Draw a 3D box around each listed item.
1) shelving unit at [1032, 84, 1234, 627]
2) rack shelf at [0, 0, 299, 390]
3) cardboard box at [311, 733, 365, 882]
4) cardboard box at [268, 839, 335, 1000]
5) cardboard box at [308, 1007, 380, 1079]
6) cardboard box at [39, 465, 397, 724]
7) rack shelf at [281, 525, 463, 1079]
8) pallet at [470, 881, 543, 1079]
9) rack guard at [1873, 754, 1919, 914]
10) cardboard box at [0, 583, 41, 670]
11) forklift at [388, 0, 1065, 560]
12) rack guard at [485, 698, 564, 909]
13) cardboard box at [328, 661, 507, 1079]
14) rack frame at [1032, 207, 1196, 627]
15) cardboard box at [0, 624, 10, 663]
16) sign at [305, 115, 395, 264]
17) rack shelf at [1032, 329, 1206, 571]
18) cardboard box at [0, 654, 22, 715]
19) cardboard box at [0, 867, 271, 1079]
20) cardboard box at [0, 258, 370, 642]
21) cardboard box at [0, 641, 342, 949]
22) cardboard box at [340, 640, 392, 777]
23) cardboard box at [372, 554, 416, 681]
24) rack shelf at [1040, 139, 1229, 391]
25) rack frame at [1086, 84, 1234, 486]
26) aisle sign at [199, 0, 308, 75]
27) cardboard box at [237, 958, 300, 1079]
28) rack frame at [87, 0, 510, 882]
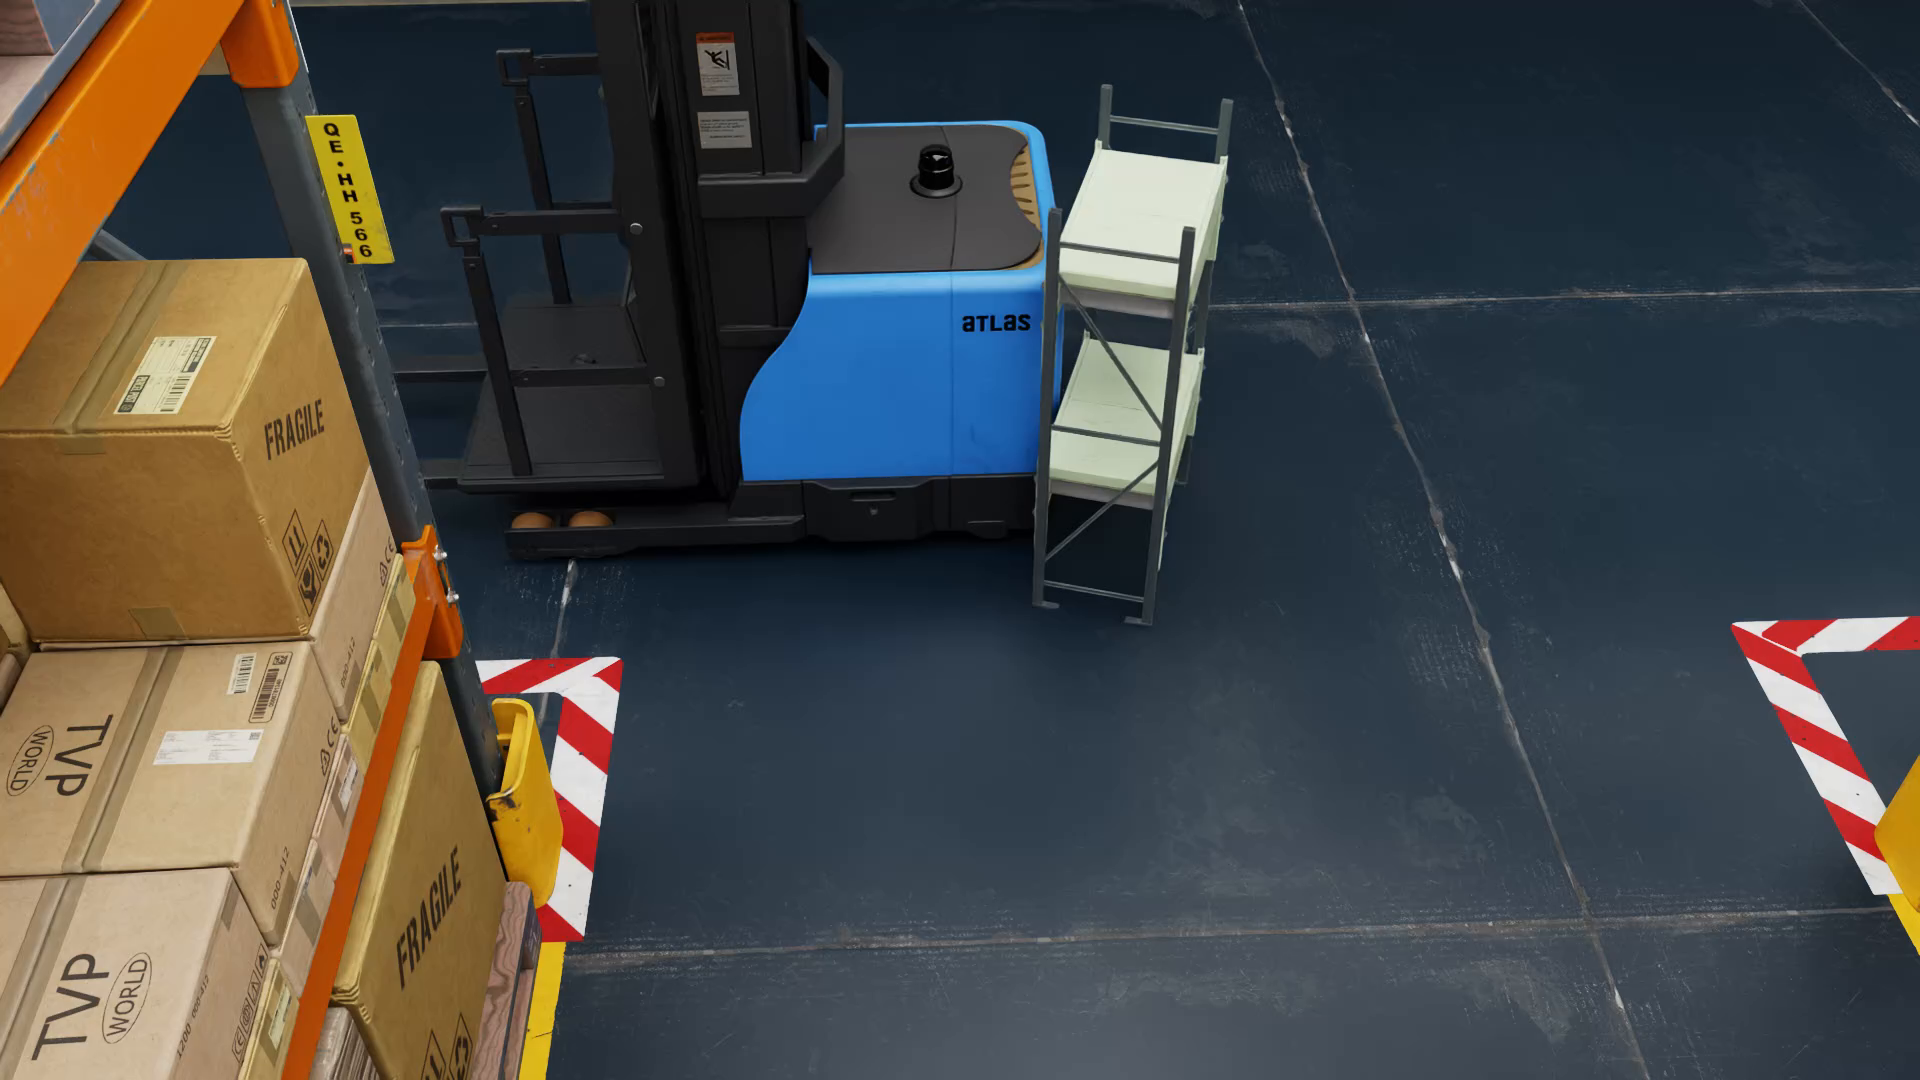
[{"bbox_3d":[0.528,-0.548,5.238,0.431,1.500,0.755,10,43,11],"label":"shelving unit"},{"bbox_3d":[-1.646,0.353,1.458,1.077,0.370,4.000,-2,43,-2],"label":"rack shelf"},{"bbox_3d":[-1.365,0.512,3.157,0.380,0.149,0.250,-2,43,-2],"label":"cardboard box"},{"bbox_3d":[-1.355,0.681,2.973,0.380,0.149,0.250,-1,43,-1],"label":"cardboard box"},{"bbox_3d":[-1.585,1.515,3.138,0.875,0.875,0.875,-2,43,-2],"label":"cardboard box"},{"bbox_3d":[-1.445,0.108,3.303,0.500,0.250,0.500,-2,43,-2],"label":"cardboard box"},{"bbox_3d":[-1.646,1.458,2.472,1.077,0.370,4.000,-2,43,-2],"label":"rack shelf"},{"bbox_3d":[-1.619,1.408,4.057,1.003,0.211,1.213,-2,43,-2],"label":"pallet"},{"bbox_3d":[3.232,0.742,4.571,1.175,0.500,0.348,-2,43,-2],"label":"rack guard"},{"bbox_3d":[-1.980,0.120,3.290,0.500,0.250,0.500,-3,43,-3],"label":"cardboard box"},{"bbox_3d":[-1.192,-1.378,5.084,3.031,2.935,1.130,-2,43,-2],"label":"forklift"},{"bbox_3d":[-1.732,0.748,4.564,1.175,0.500,0.348,-2,43,-2],"label":"rack guard"},{"bbox_3d":[-1.624,0.901,3.809,0.875,0.875,0.875,-2,43,-2],"label":"cardboard box"},{"bbox_3d":[0.435,-0.309,4.977,0.400,1.500,0.023,10,43,11],"label":"rack frame"},{"bbox_3d":[-1.959,0.181,2.668,0.500,0.500,0.500,-3,43,-3],"label":"cardboard box"},{"bbox_3d":[-1.188,-0.677,3.237,0.100,0.325,0.005,-2,43,-2],"label":"sign"},{"bbox_3d":[0.528,-0.308,5.458,0.431,0.370,0.720,10,43,11],"label":"rack shelf"},{"bbox_3d":[-1.952,0.471,2.907,0.500,0.250,0.500,-2,43,-2],"label":"cardboard box"},{"bbox_3d":[-1.403,0.794,2.555,0.500,0.250,0.500,-3,43,-3],"label":"cardboard box"},{"bbox_3d":[-1.448,-0.167,3.048,0.500,0.500,0.500,-1,43,-1],"label":"cardboard box"},{"bbox_3d":[-1.424,0.451,2.929,0.500,0.250,0.500,-2,43,-3],"label":"cardboard box"},{"bbox_3d":[-1.374,0.342,3.343,0.380,0.149,0.250,-1,43,-1],"label":"cardboard box"},{"bbox_3d":[-1.387,0.166,3.534,0.380,0.149,0.250,-1,43,-1],"label":"cardboard box"},{"bbox_3d":[0.528,-0.836,4.974,0.431,0.370,0.720,10,43,11],"label":"rack shelf"},{"bbox_3d":[0.621,-0.787,5.499,0.400,1.500,0.023,10,43,11],"label":"rack frame"},{"bbox_3d":[-1.434,-1.173,2.885,0.394,0.787,0.004,-2,43,-2],"label":"aisle sign"},{"bbox_3d":[-1.342,0.856,2.782,0.380,0.149,0.250,-3,43,-3],"label":"cardboard box"},{"bbox_3d":[-1.731,-0.157,3.702,1.000,3.000,0.127,-2,43,-2],"label":"rack frame"}]
